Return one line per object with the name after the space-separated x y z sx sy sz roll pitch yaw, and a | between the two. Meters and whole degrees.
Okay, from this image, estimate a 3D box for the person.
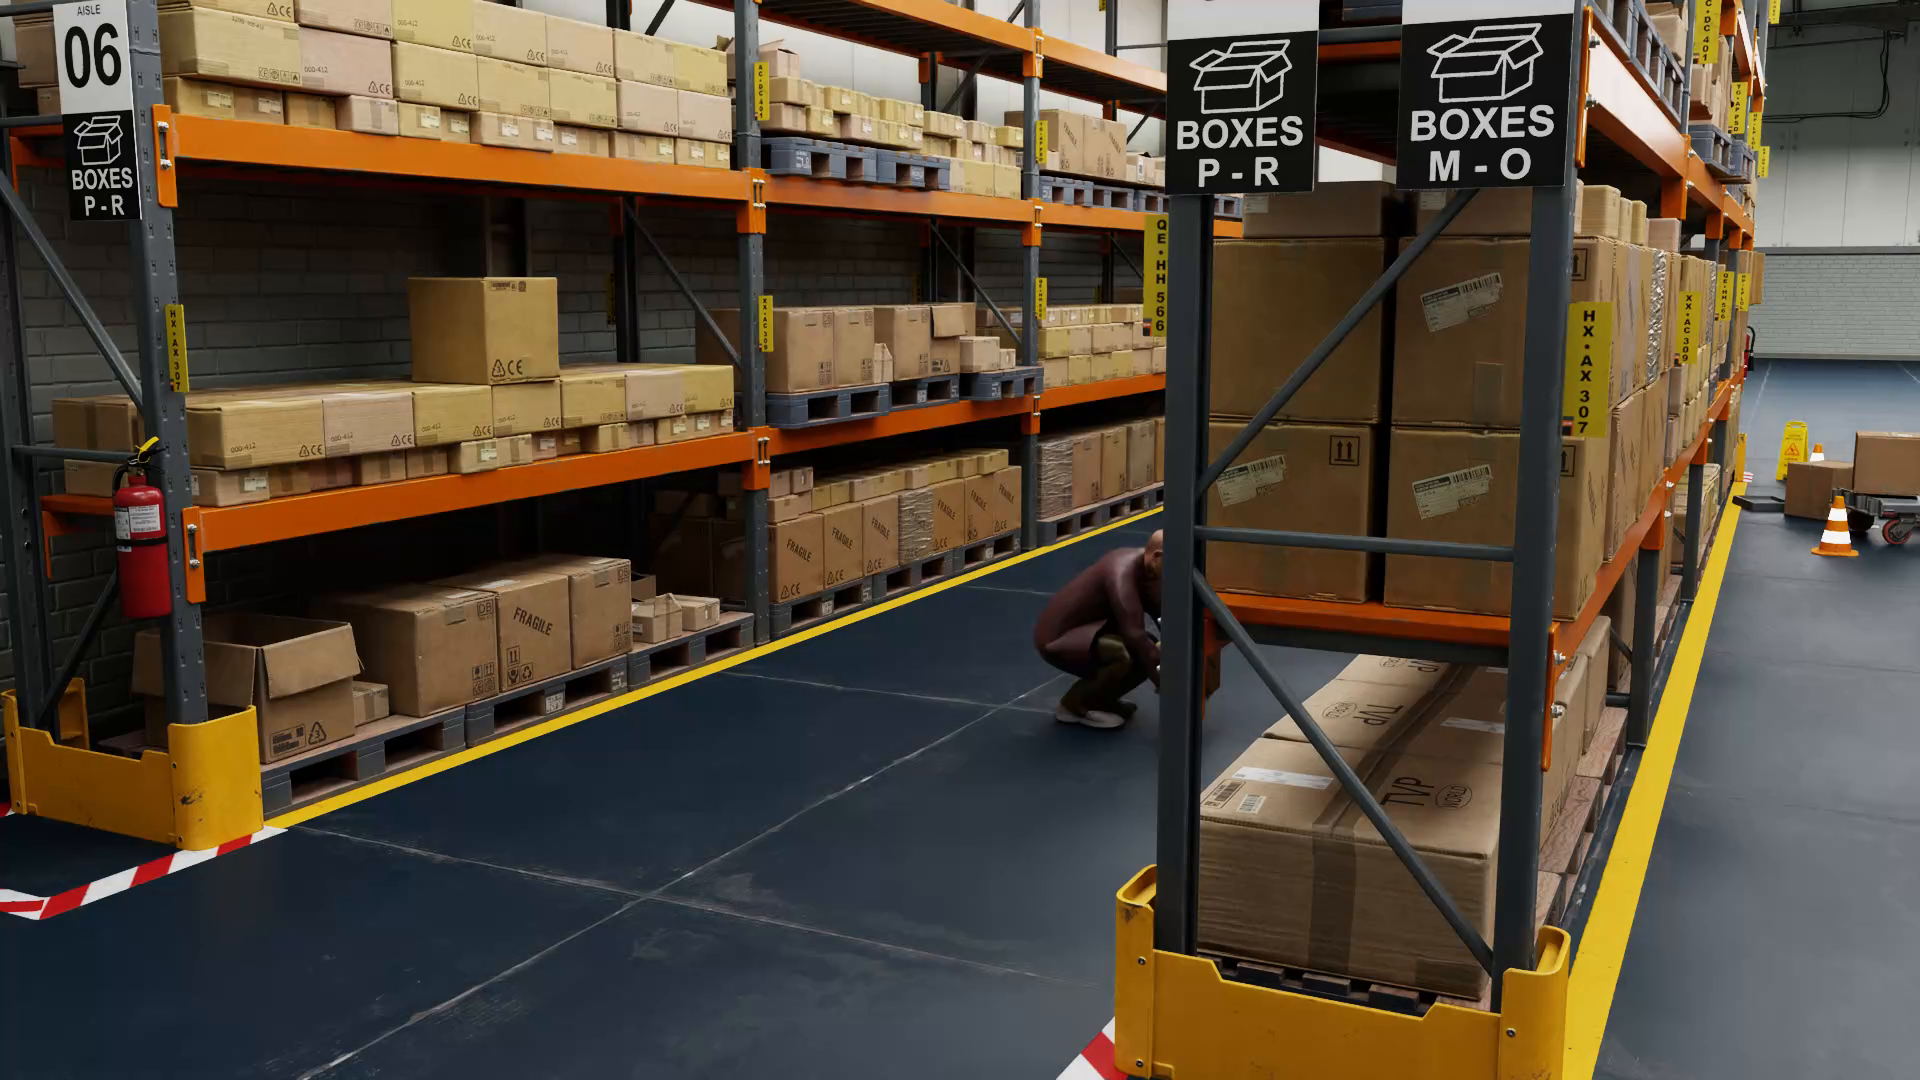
0.801 0.431 8.256 0.899 0.981 0.594 4 10 26 | person
